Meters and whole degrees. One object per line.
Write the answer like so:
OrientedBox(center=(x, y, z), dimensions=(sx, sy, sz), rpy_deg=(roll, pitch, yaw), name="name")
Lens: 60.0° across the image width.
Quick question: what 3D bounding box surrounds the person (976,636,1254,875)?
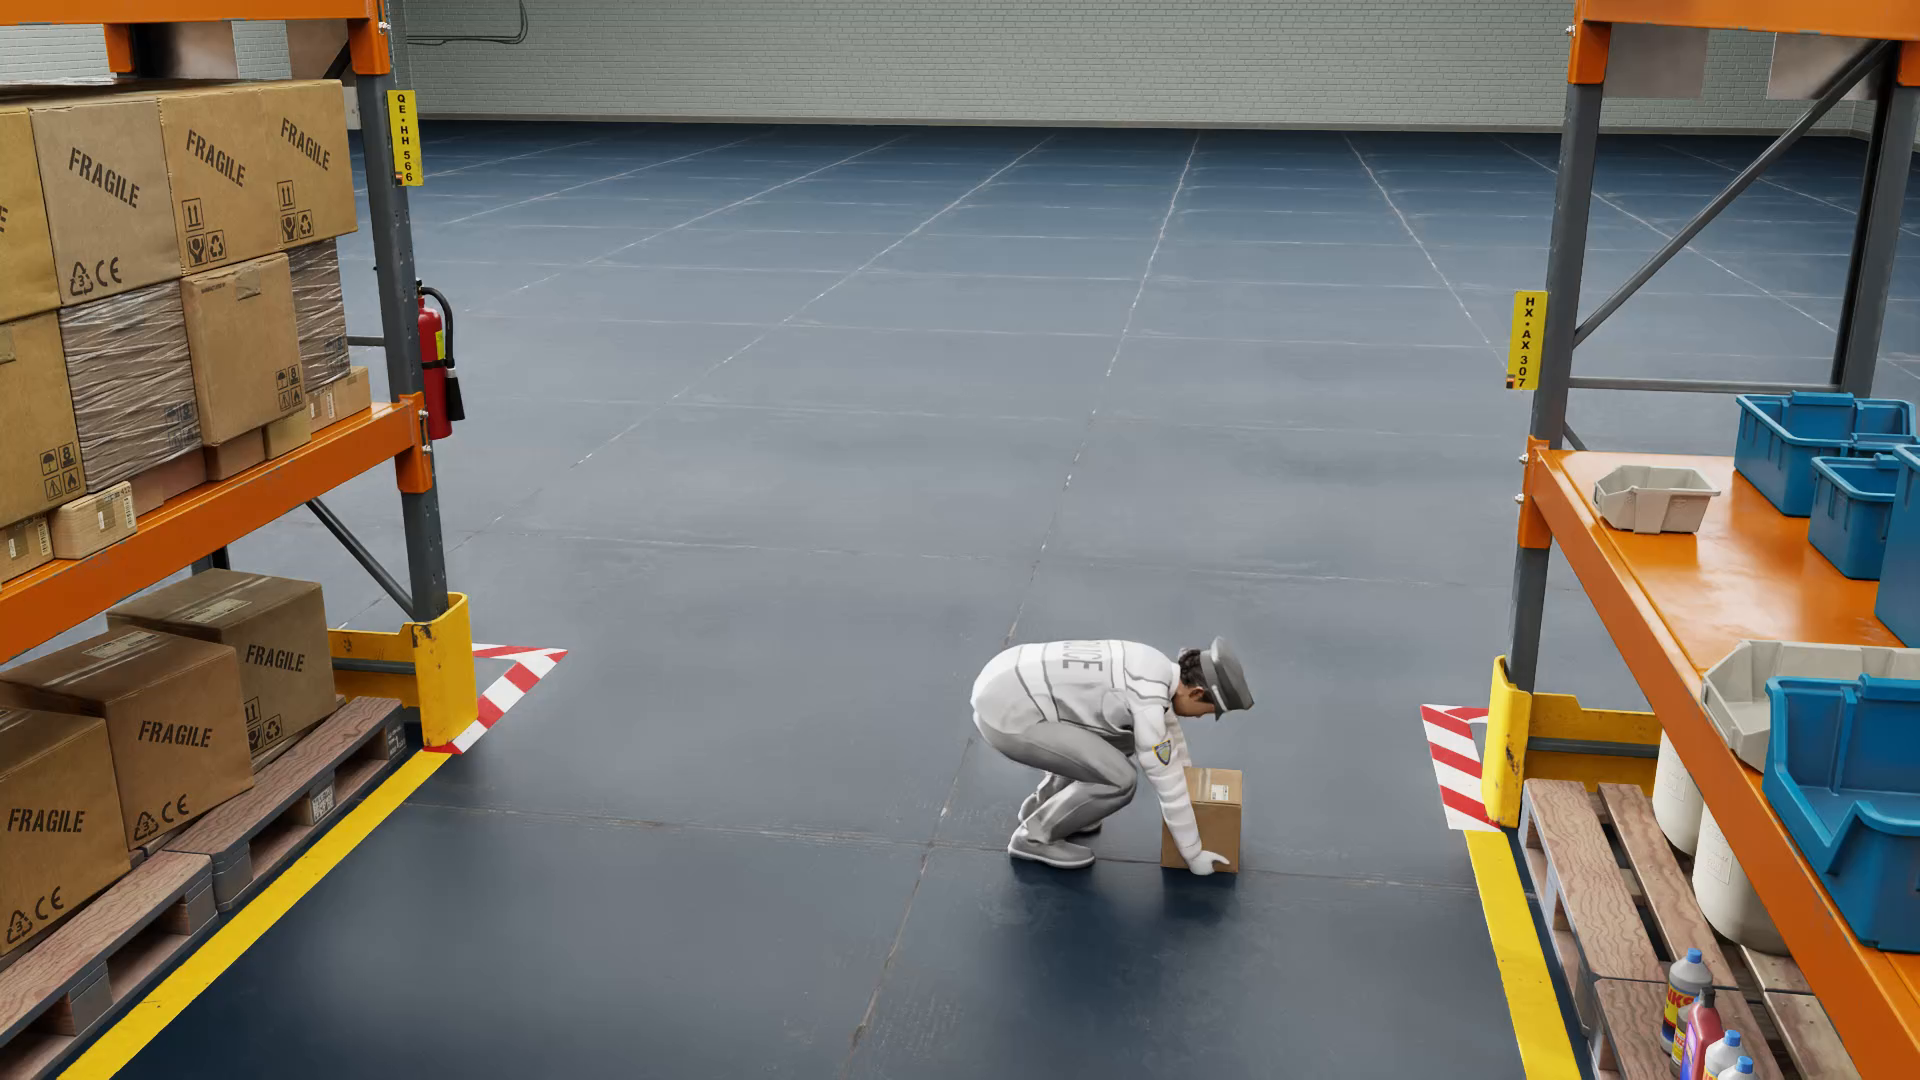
OrientedBox(center=(0.503, 0.676, 5.483), dimensions=(0.905, 0.763, 0.415), rpy_deg=(2, 18, 7), name="person")
